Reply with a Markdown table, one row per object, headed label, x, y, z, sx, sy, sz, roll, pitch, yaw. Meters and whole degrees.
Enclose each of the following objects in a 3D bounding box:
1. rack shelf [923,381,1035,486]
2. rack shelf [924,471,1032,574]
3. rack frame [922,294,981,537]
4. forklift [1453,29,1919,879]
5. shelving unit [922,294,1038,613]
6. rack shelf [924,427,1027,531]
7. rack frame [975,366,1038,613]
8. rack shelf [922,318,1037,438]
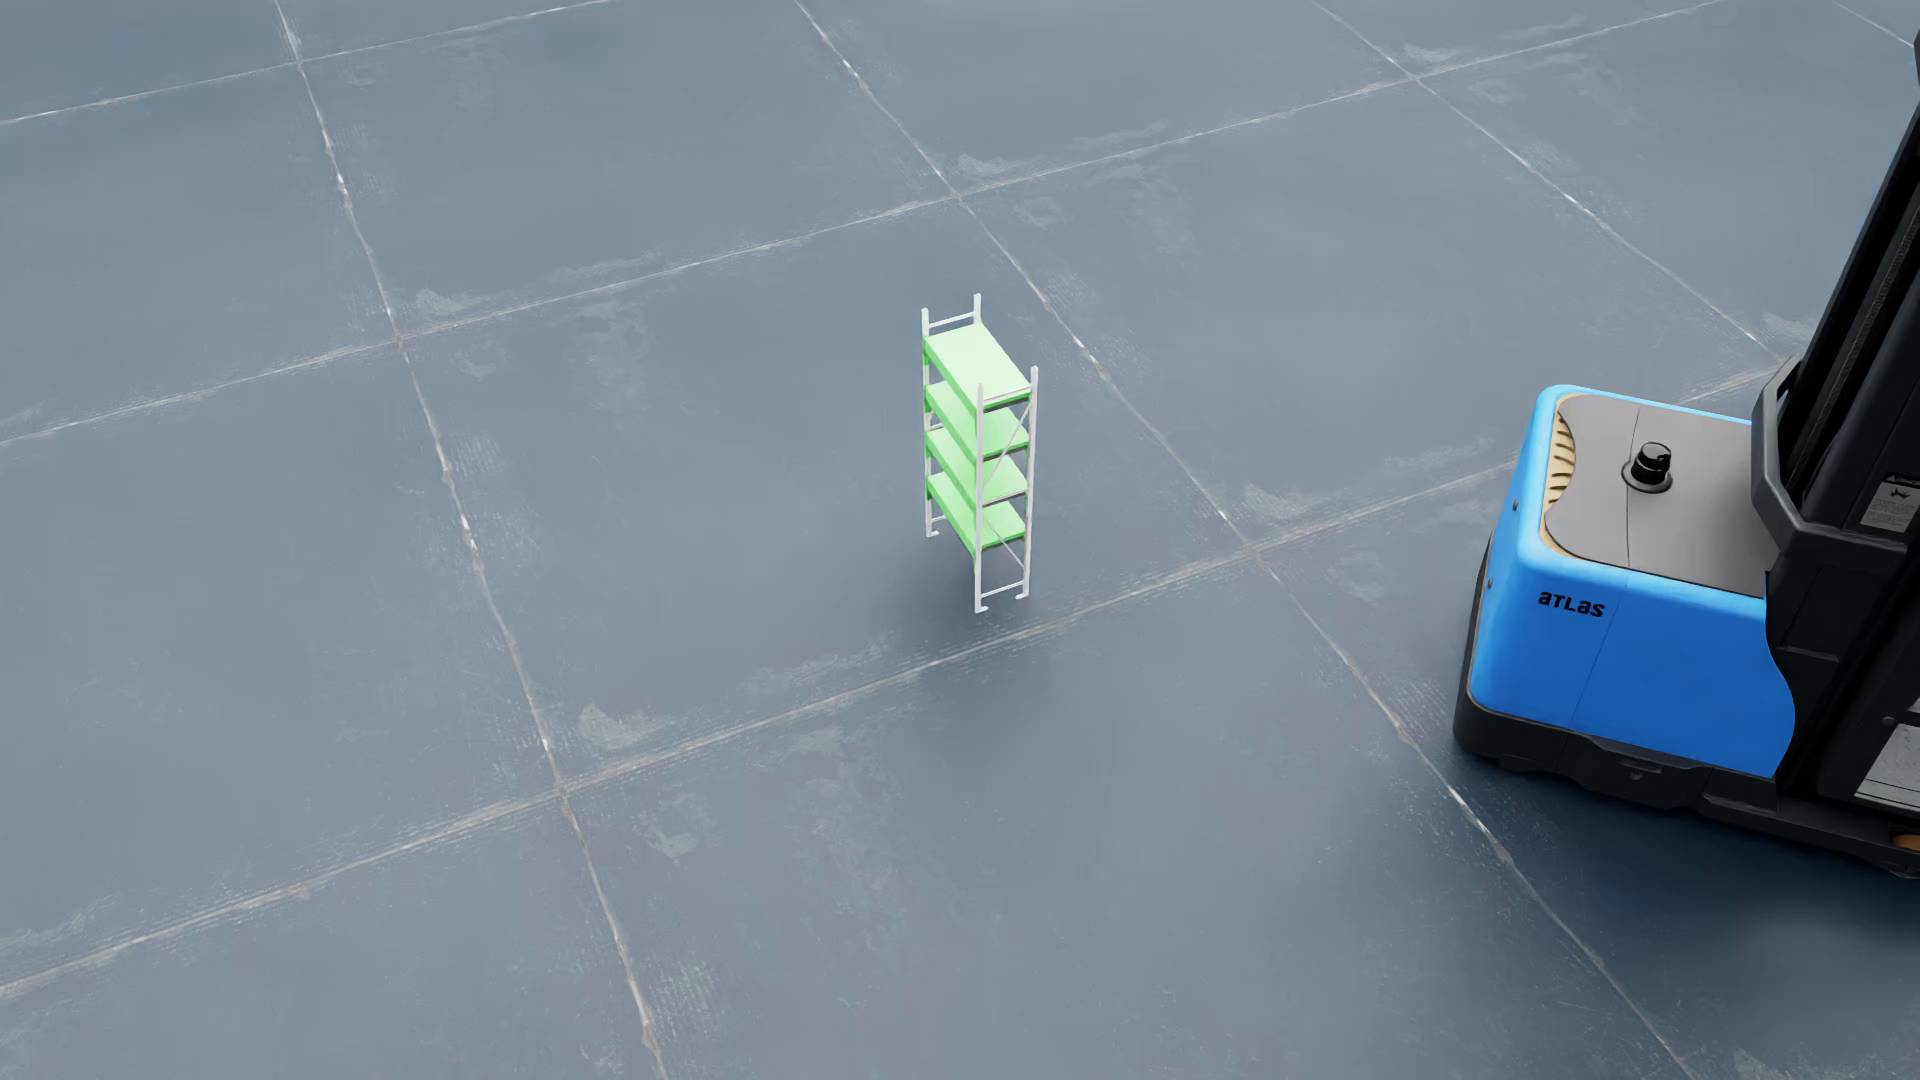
| label | x | y | z | sx | sy | sz | roll | pitch | yaw |
| --- | --- | --- | --- | --- | --- | --- | --- | --- | --- |
| rack shelf | 0.070 | -0.447 | 6.467 | 0.258 | 0.148 | 0.480 | -18 | 47 | -17 |
| rack shelf | 0.070 | -0.105 | 6.804 | 0.258 | 0.148 | 0.480 | -18 | 47 | -17 |
| rack frame | -0.033 | -0.477 | 6.748 | 0.240 | 1.200 | 0.015 | -18 | 47 | -17 |
| forklift | 3.437 | -0.222 | 5.257 | 3.031 | 2.935 | 1.130 | 13 | 46 | 13 |
| shelving unit | 0.070 | -0.322 | 6.591 | 0.258 | 1.200 | 0.503 | -18 | 47 | -17 |
| rack shelf | 0.070 | -0.276 | 6.635 | 0.258 | 0.148 | 0.480 | -18 | 47 | -17 |
| rack frame | 0.172 | -0.166 | 6.433 | 0.240 | 1.200 | 0.015 | -18 | 47 | -17 |
| rack shelf | 0.070 | -0.618 | 6.298 | 0.258 | 0.148 | 0.480 | -18 | 47 | -17 |
